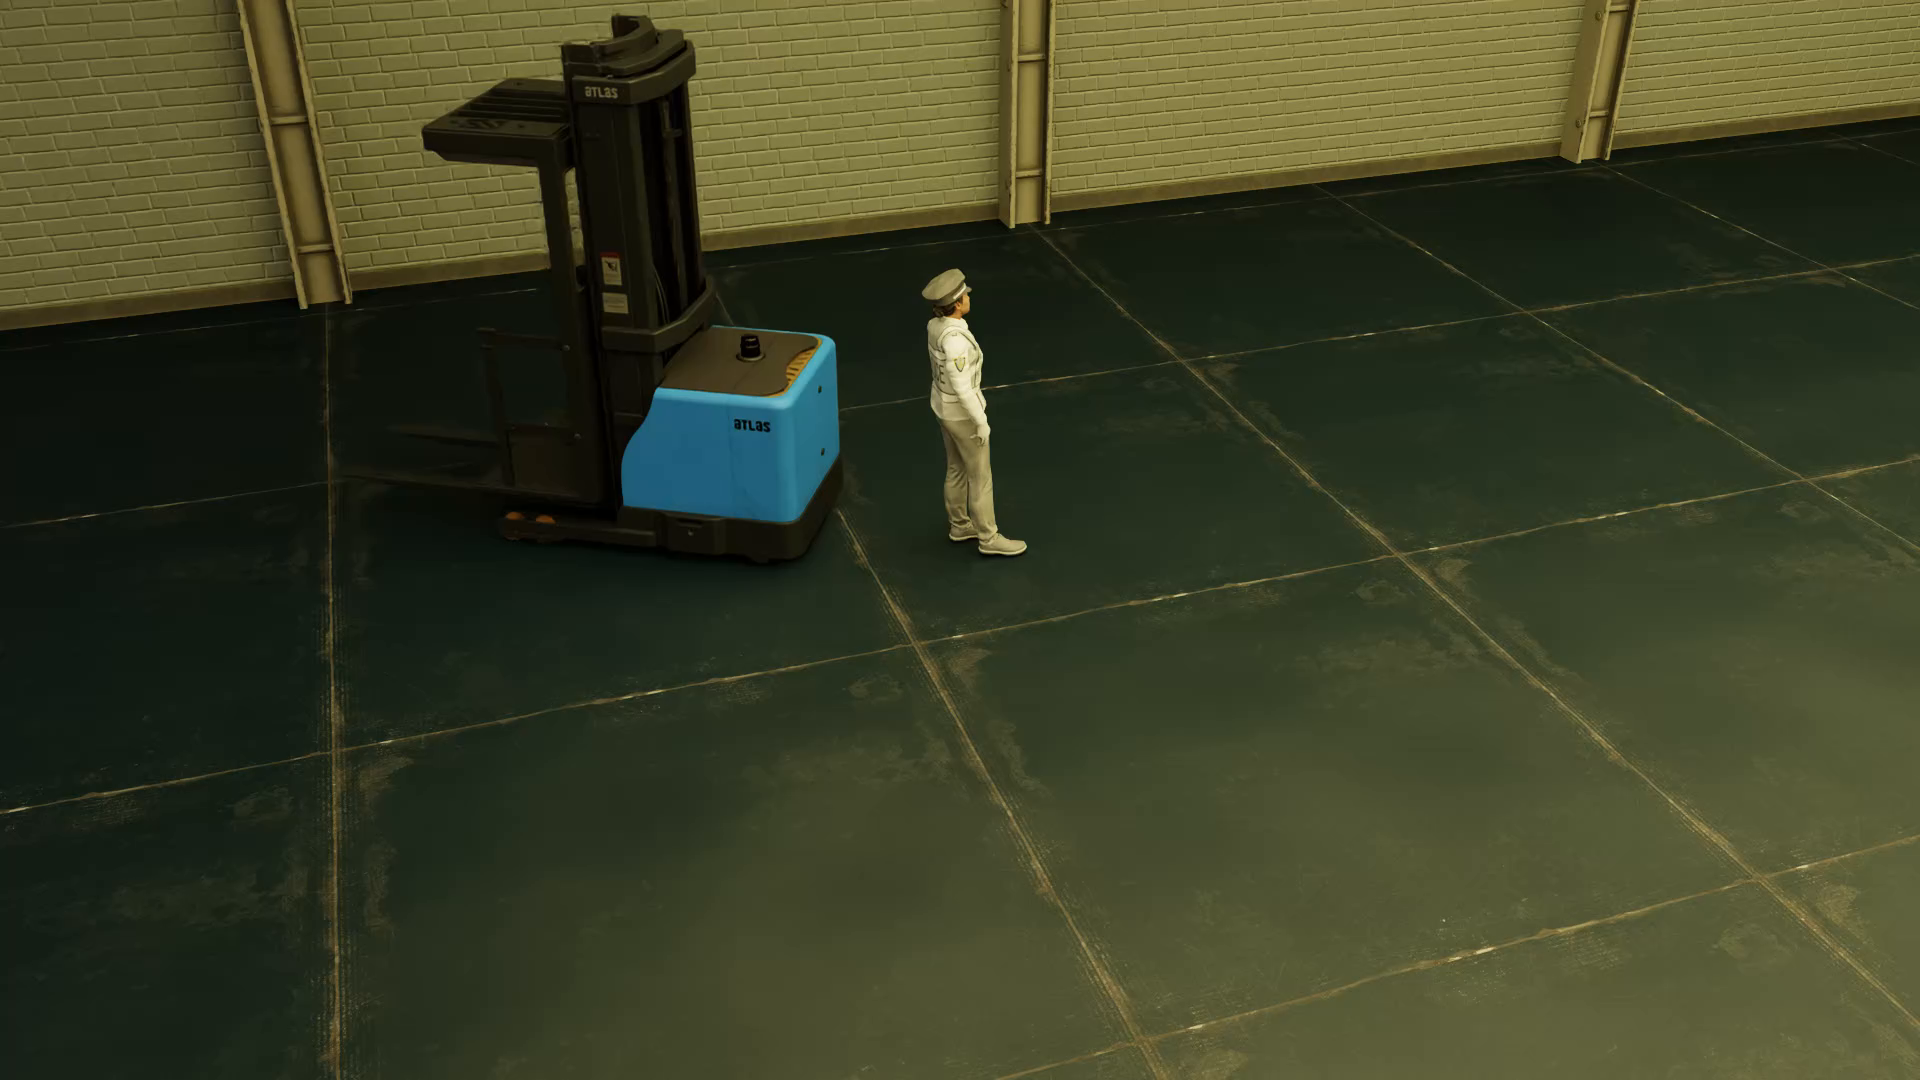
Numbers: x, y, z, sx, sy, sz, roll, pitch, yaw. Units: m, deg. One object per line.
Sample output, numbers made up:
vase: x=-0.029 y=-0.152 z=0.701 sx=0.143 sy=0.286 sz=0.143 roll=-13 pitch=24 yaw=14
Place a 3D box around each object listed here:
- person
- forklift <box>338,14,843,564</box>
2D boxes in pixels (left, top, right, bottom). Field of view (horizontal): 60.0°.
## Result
person: x=0.065 y=-0.748 z=9.613 sx=0.533 sy=1.697 sz=0.588 roll=-10 pitch=31 yaw=-16
forklift: x=-2.307 y=-1.498 z=9.690 sx=3.031 sy=2.935 sz=1.130 roll=6 pitch=30 yaw=11
